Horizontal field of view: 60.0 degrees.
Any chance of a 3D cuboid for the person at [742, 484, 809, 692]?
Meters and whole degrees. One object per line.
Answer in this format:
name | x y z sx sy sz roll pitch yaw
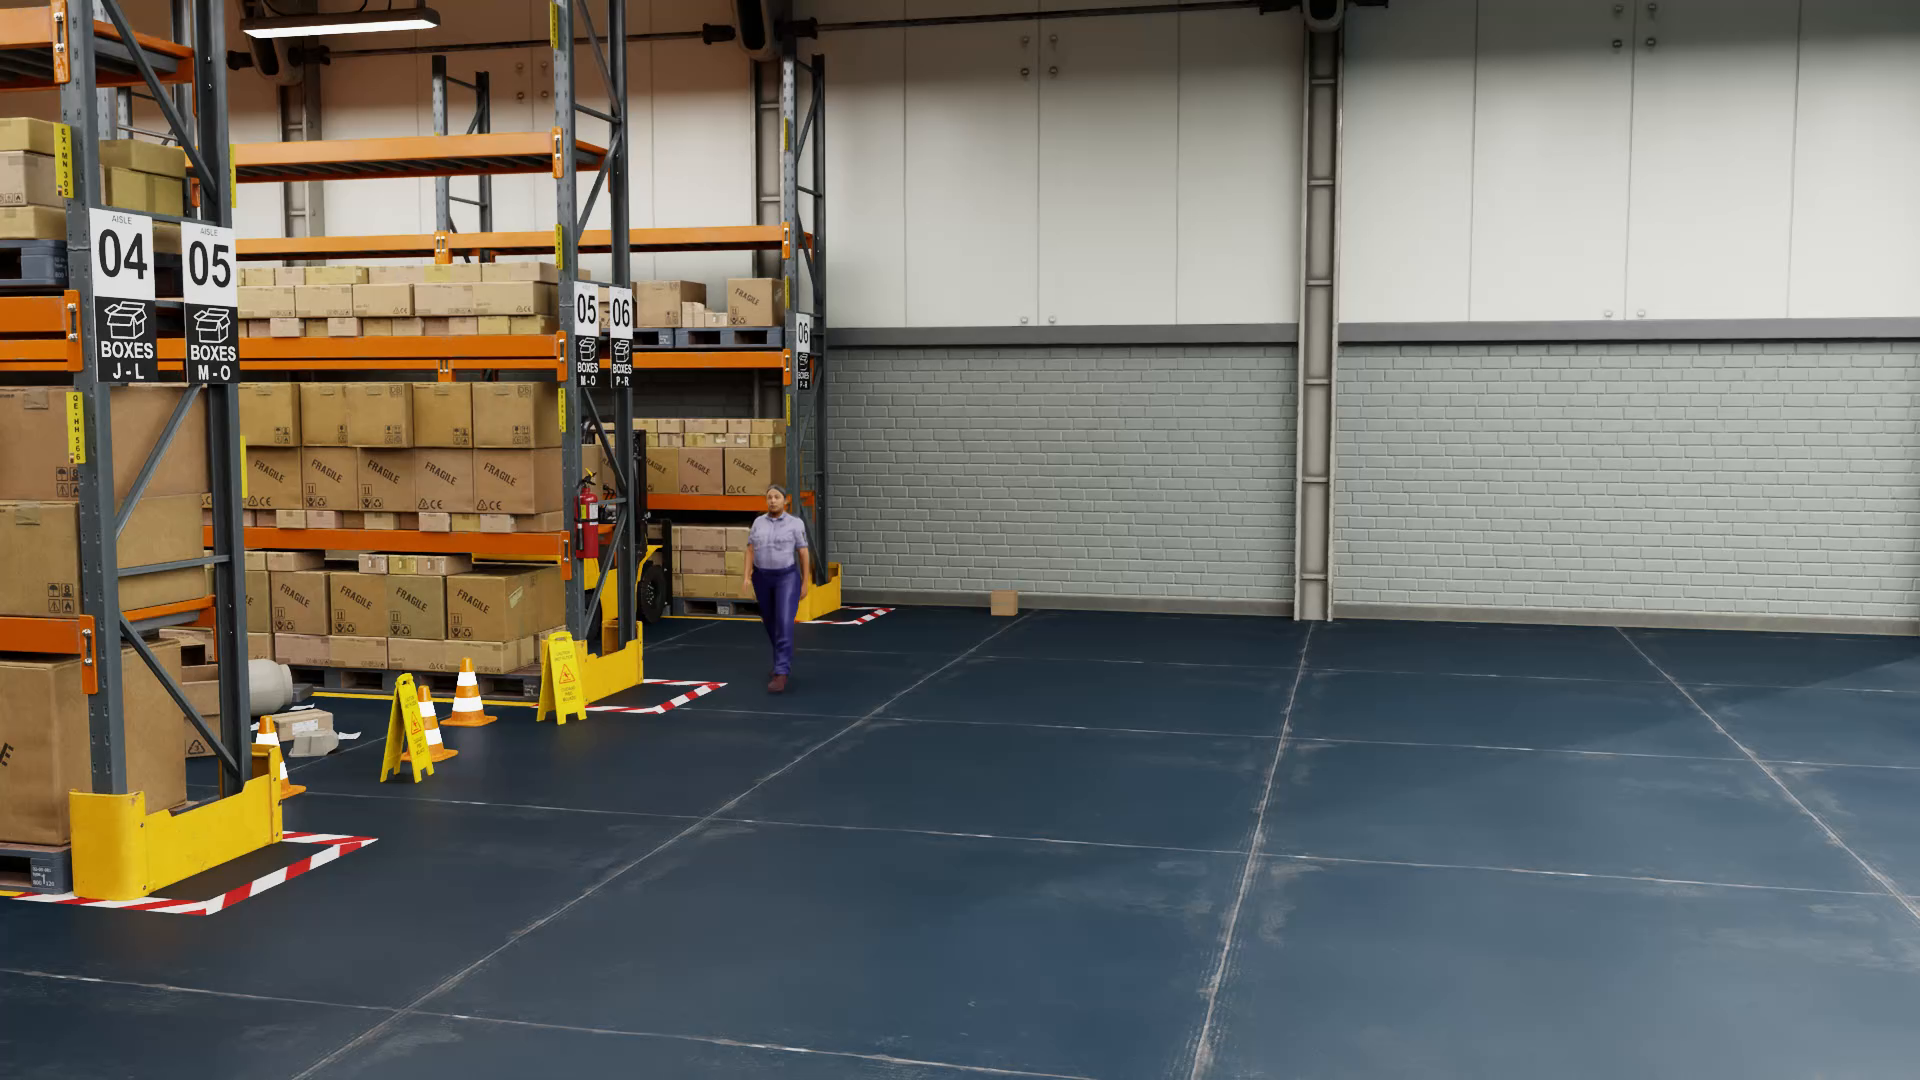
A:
person | -1.517 0.358 13.450 0.487 1.607 0.900 2 5 18
